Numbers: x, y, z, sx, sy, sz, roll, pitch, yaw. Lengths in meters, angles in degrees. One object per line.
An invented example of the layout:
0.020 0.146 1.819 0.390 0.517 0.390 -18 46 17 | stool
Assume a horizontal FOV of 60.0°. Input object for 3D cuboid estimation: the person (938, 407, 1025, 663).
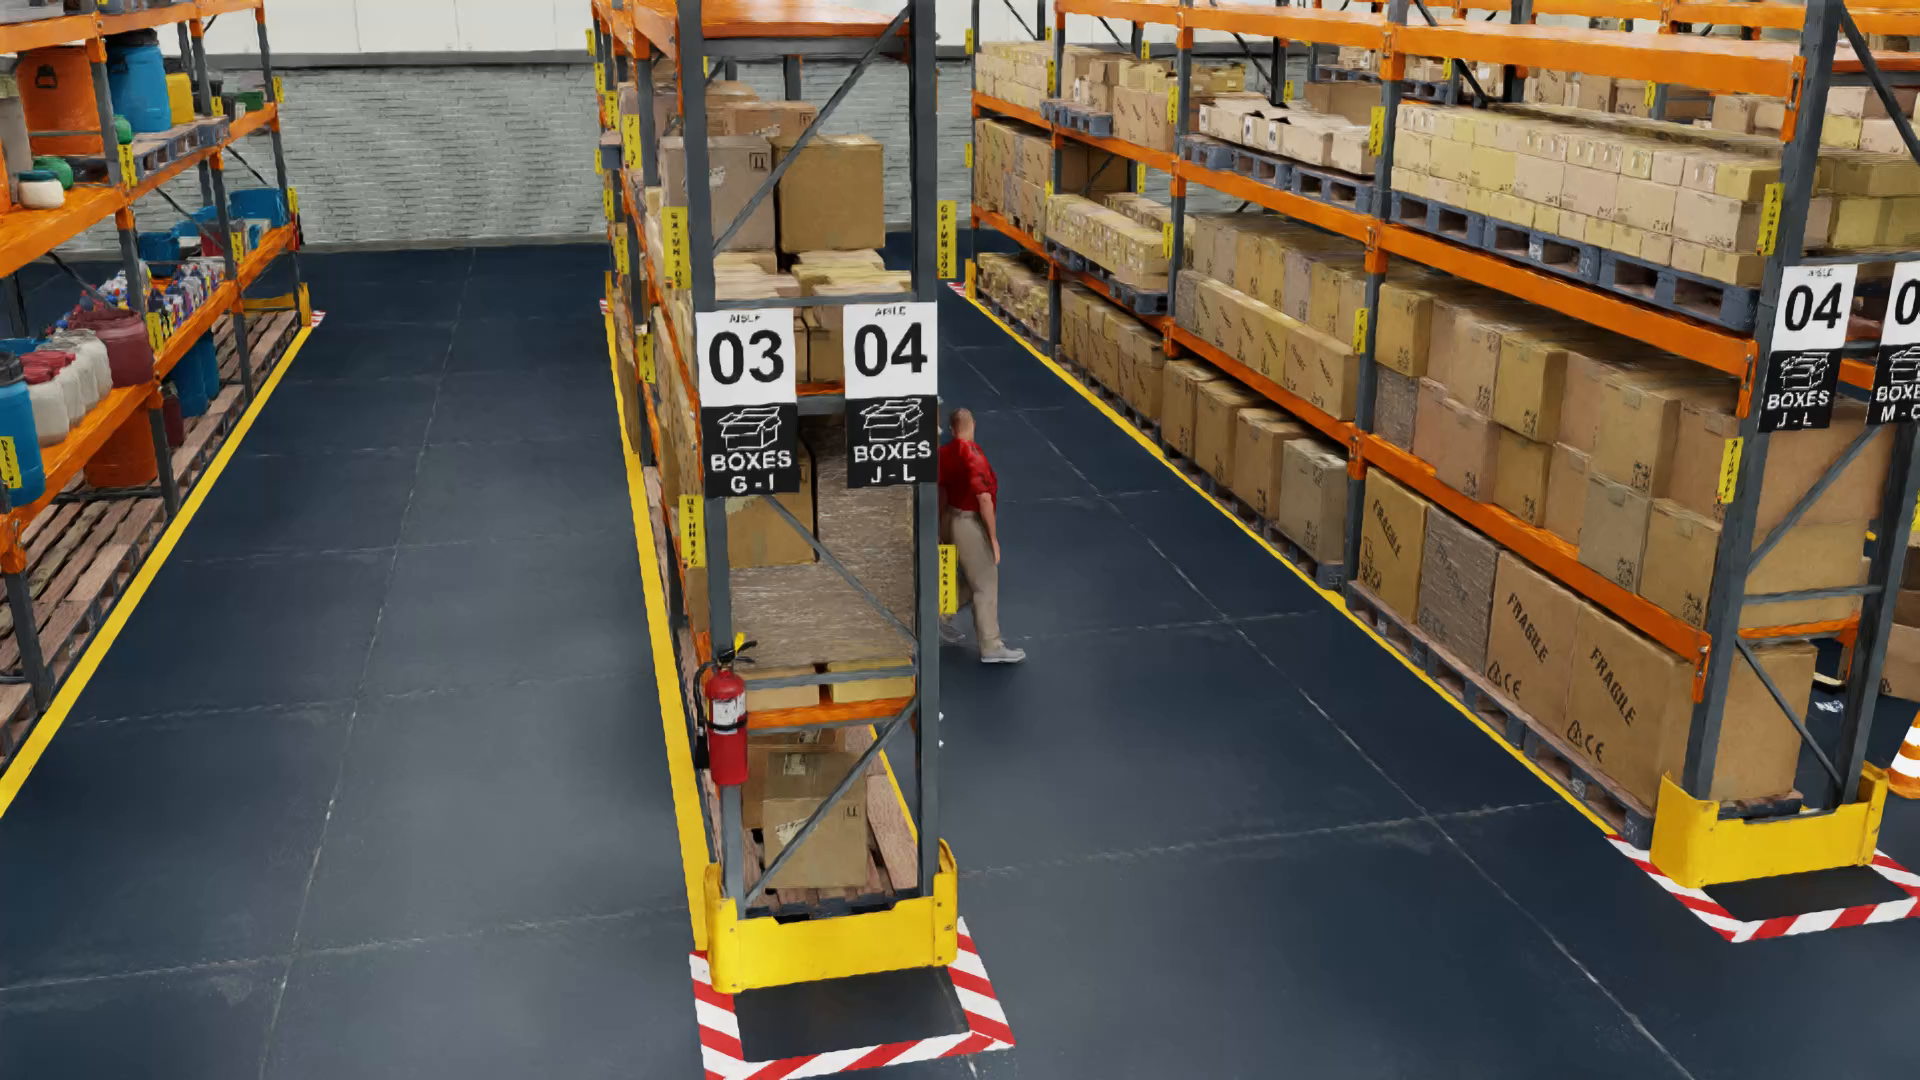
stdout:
0.097 -0.039 11.252 0.524 1.694 0.682 -8 21 -22 | person
